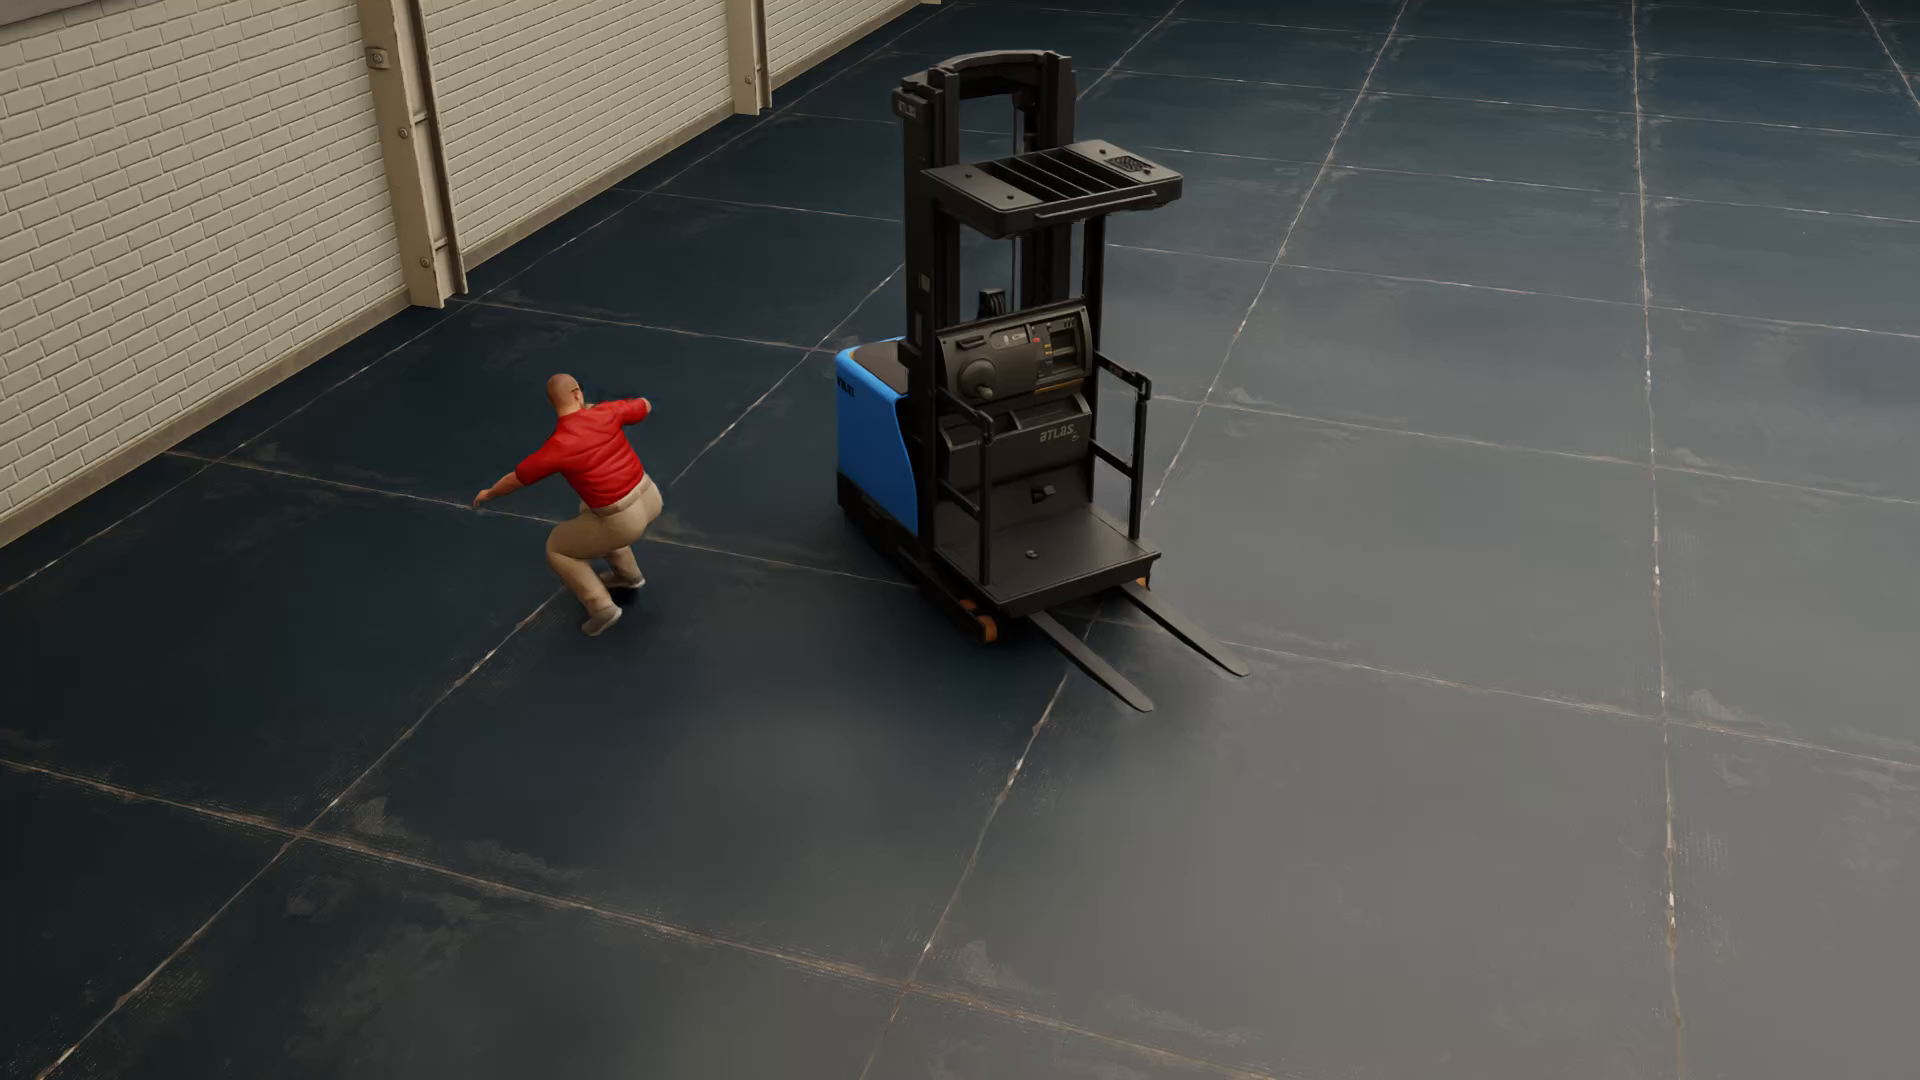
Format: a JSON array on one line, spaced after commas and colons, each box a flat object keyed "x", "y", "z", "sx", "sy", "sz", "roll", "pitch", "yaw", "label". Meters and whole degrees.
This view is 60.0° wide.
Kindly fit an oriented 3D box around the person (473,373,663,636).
[{"x": -2.123, "y": -0.265, "z": 9.136, "sx": 0.855, "sy": 1.485, "sz": 0.796, "roll": 15, "pitch": 33, "yaw": 24, "label": "person"}]

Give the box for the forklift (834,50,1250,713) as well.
[{"x": 0.420, "y": -0.963, "z": 8.825, "sx": 1.130, "sy": 2.935, "sz": 3.031, "roll": -16, "pitch": 34, "yaw": -26, "label": "forklift"}]
